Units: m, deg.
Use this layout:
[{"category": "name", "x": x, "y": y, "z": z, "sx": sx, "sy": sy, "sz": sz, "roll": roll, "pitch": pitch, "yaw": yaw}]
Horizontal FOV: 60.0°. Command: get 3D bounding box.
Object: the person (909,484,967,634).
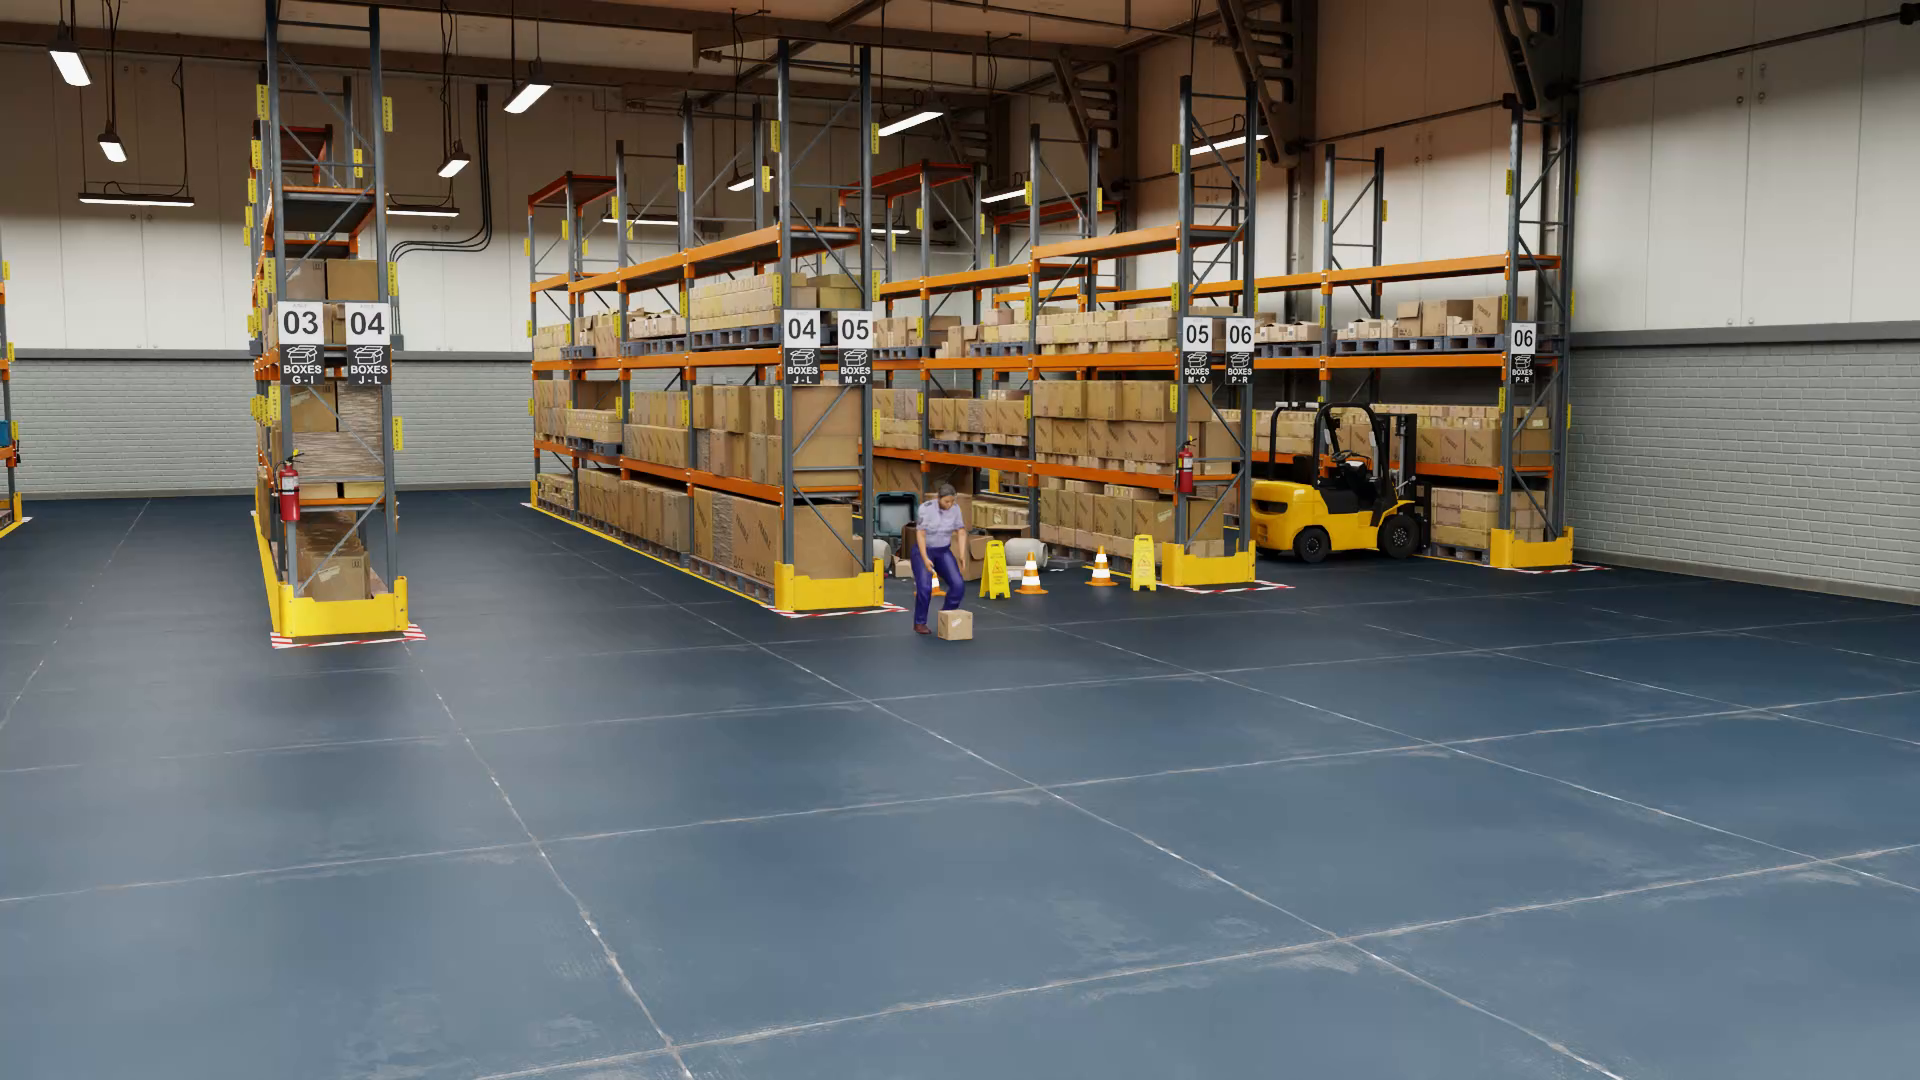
[{"category": "person", "x": -0.207, "y": 0.173, "z": 16.290, "sx": 0.528, "sy": 1.469, "sz": 0.573, "roll": -2, "pitch": 6, "yaw": -23}]
